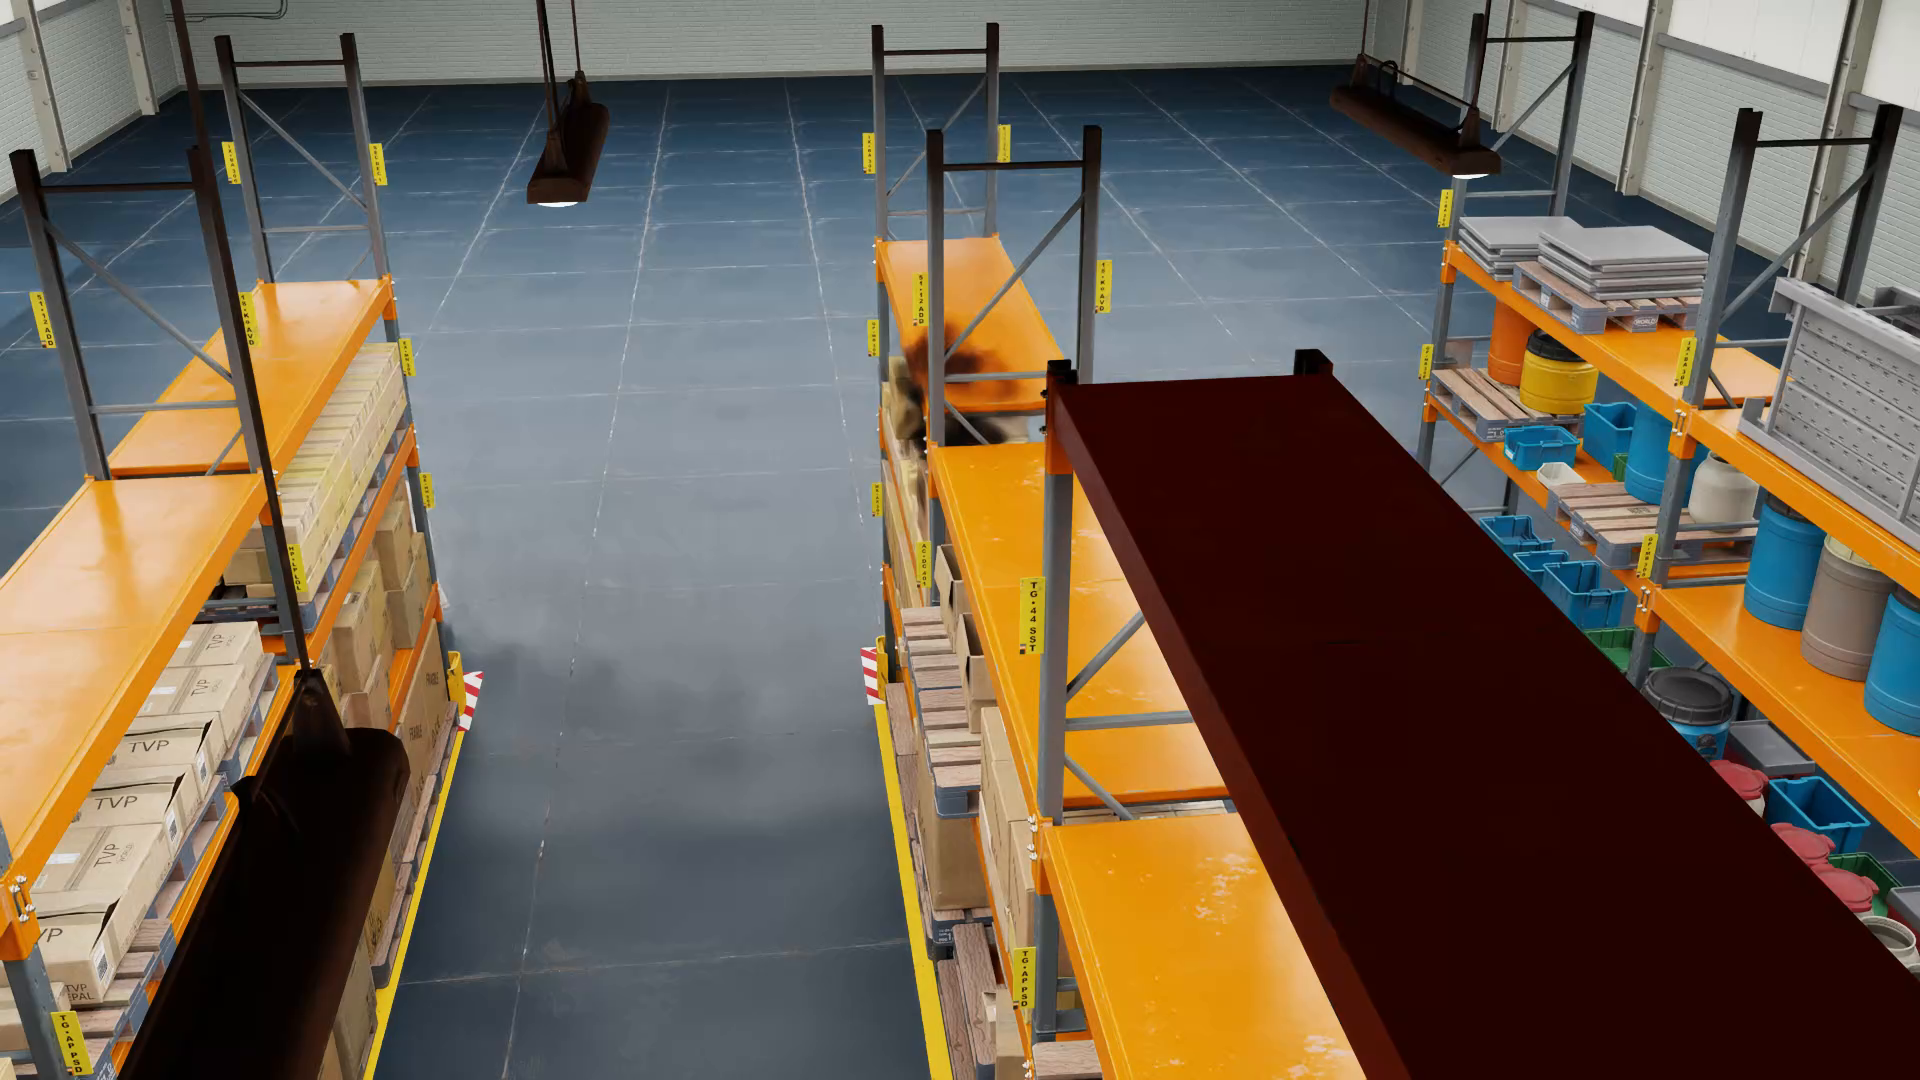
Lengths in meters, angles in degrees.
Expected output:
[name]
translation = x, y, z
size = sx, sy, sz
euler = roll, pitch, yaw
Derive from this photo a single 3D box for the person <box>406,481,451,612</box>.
[person]
translation = -5.494, 0.048, 16.529
size = 0.839, 1.742, 0.591
euler = 14, 29, 27
